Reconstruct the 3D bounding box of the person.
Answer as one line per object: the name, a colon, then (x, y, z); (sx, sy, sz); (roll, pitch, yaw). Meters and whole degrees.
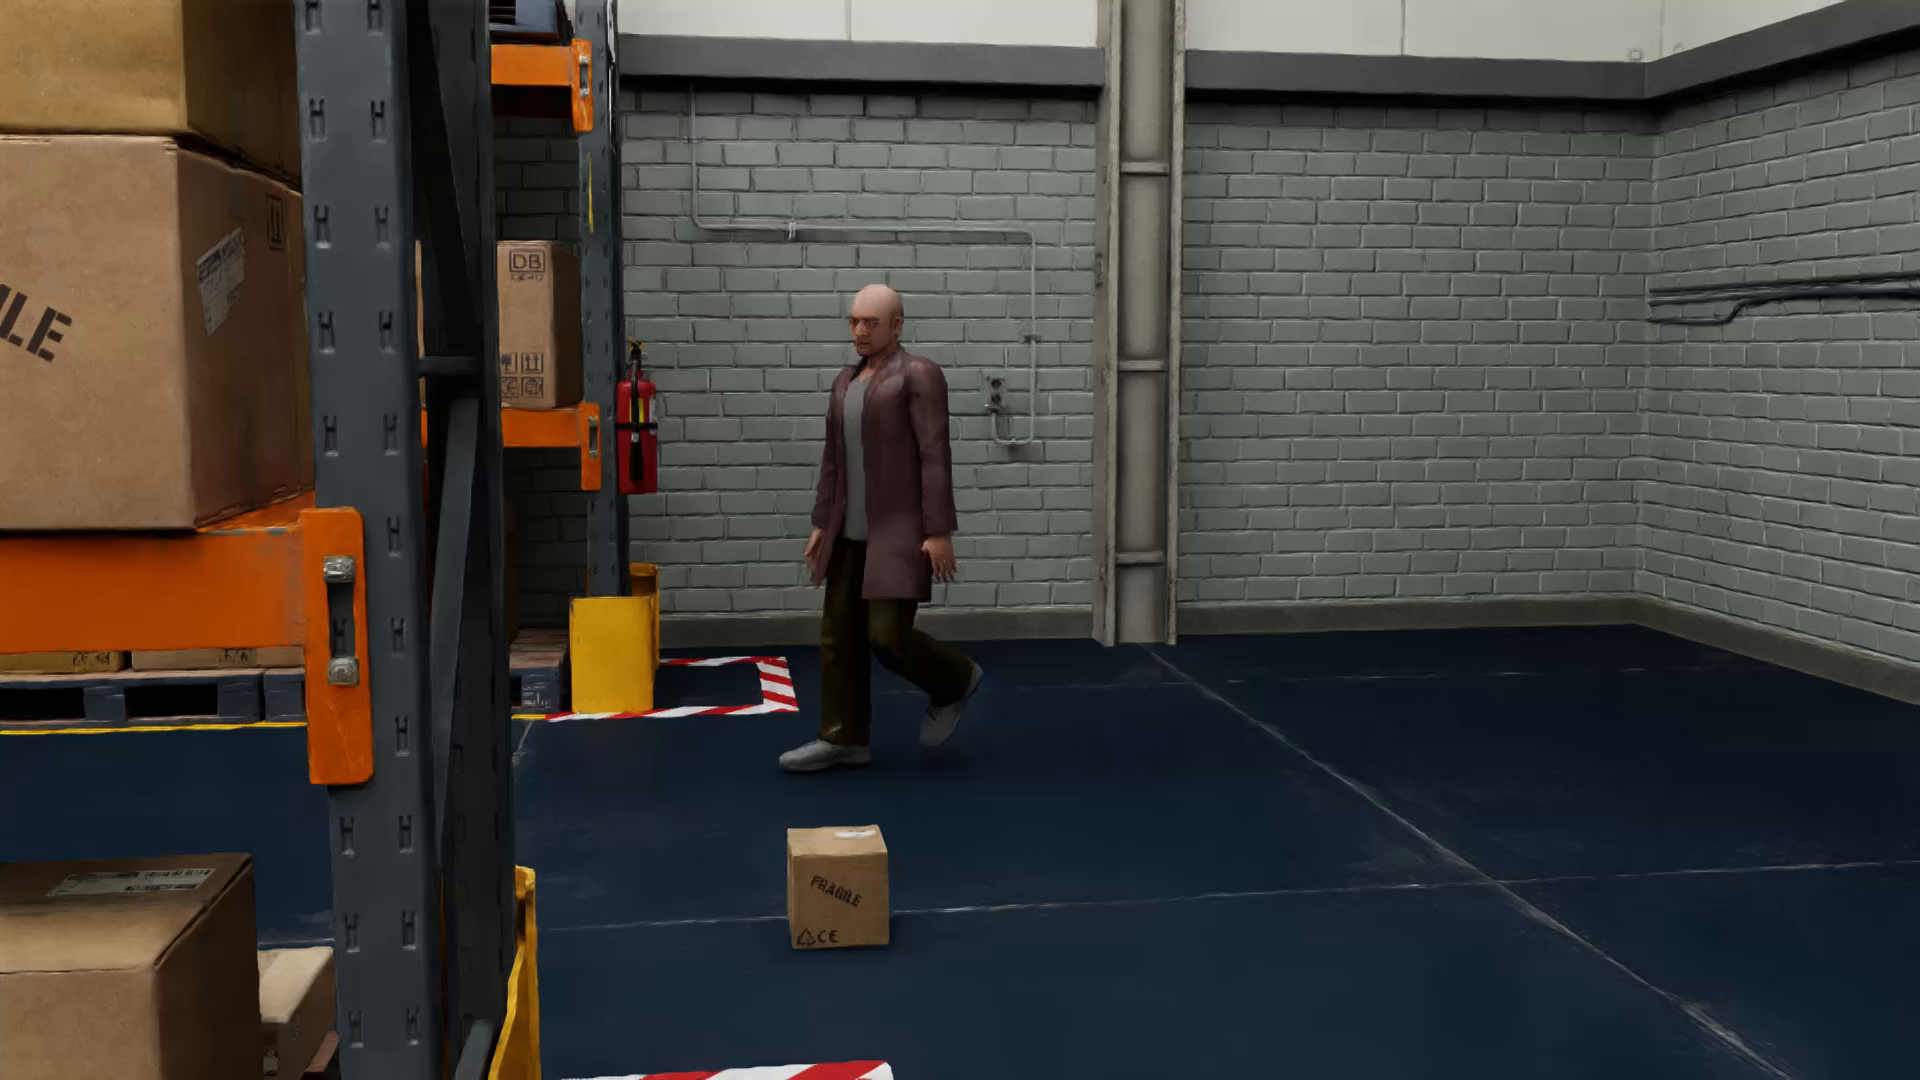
person: (-0.230, -0.035, 6.044); (0.692, 1.763, 0.657); (5, 8, 38)
